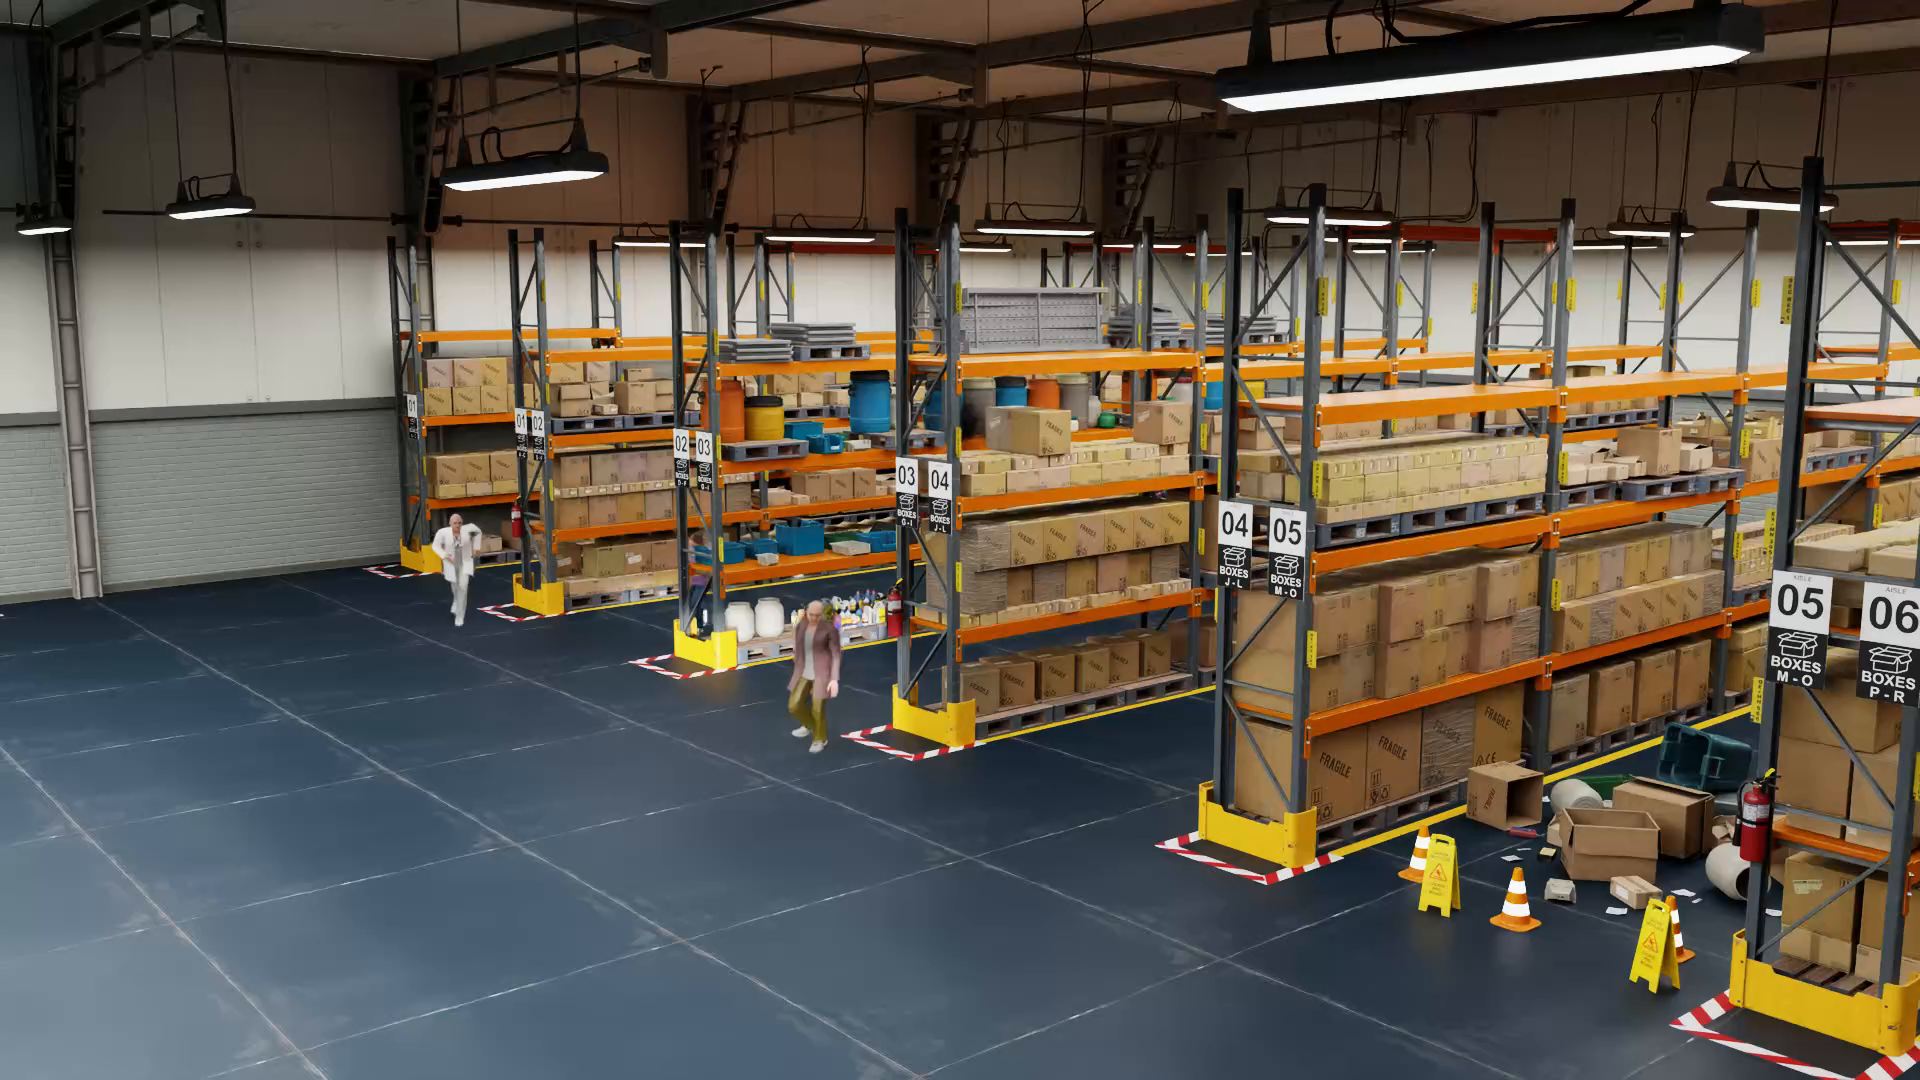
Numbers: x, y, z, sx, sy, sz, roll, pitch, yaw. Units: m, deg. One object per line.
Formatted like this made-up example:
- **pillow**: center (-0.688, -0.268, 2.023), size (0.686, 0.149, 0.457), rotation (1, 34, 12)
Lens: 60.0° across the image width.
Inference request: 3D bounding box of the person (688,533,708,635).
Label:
- **person**: center (-3.915, 0.651, 24.572), size (0.549, 1.546, 0.521), rotation (5, 10, 31)

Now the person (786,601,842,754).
- **person**: center (-1.586, 1.503, 18.428), size (0.715, 1.761, 0.552), rotation (3, 9, 20)

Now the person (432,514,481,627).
- **person**: center (-7.749, 0.415, 25.653), size (0.745, 1.743, 1.094), rotation (-3, 9, -19)
